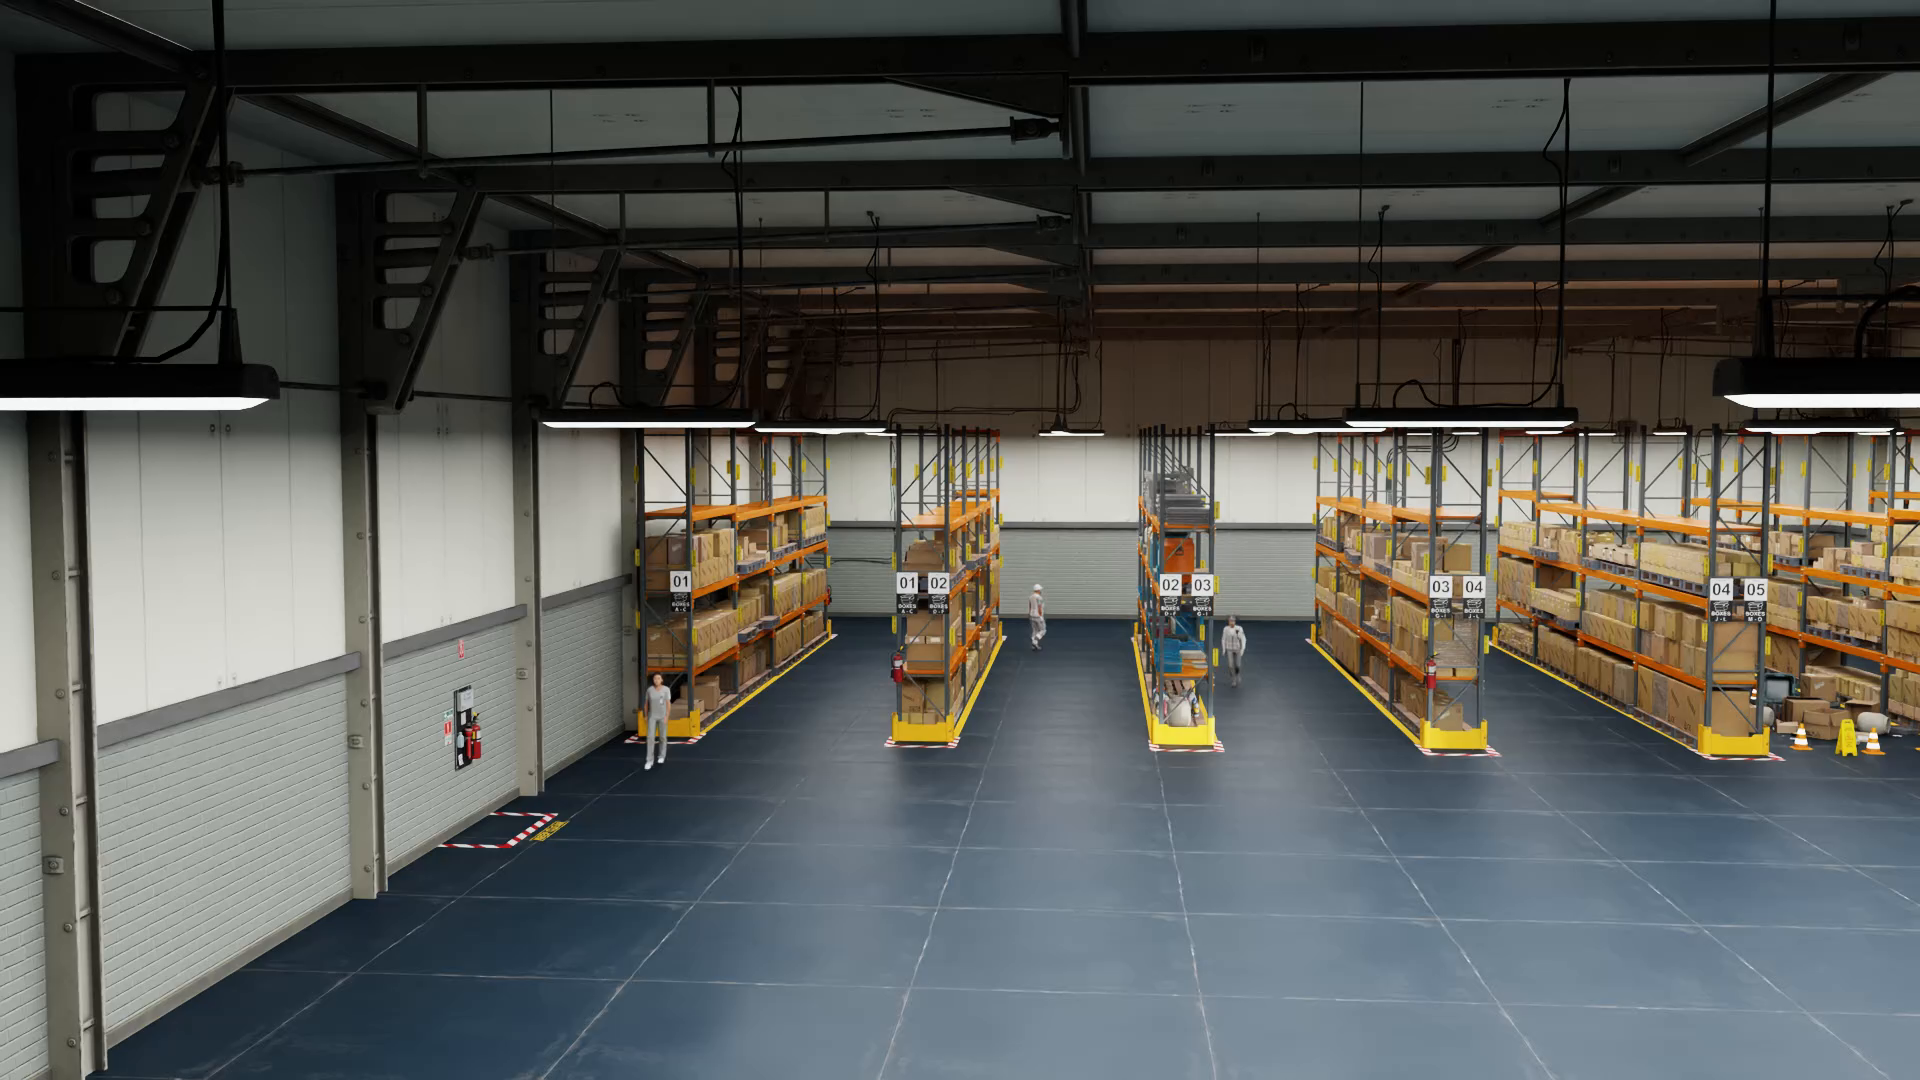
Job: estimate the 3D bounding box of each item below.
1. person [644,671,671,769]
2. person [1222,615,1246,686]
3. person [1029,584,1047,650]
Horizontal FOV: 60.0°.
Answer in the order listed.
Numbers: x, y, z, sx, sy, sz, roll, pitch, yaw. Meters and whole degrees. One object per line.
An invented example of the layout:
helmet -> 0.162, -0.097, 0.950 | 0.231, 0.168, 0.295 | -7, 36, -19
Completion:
person -> -5.279, 3.116, 29.011 | 0.471, 1.639, 0.838 | 0, 3, -7
person -> 6.374, 2.553, 38.670 | 0.550, 1.651, 0.564 | 1, 4, 15
person -> 2.052, 2.095, 44.997 | 0.475, 1.792, 0.599 | -2, 4, -30
